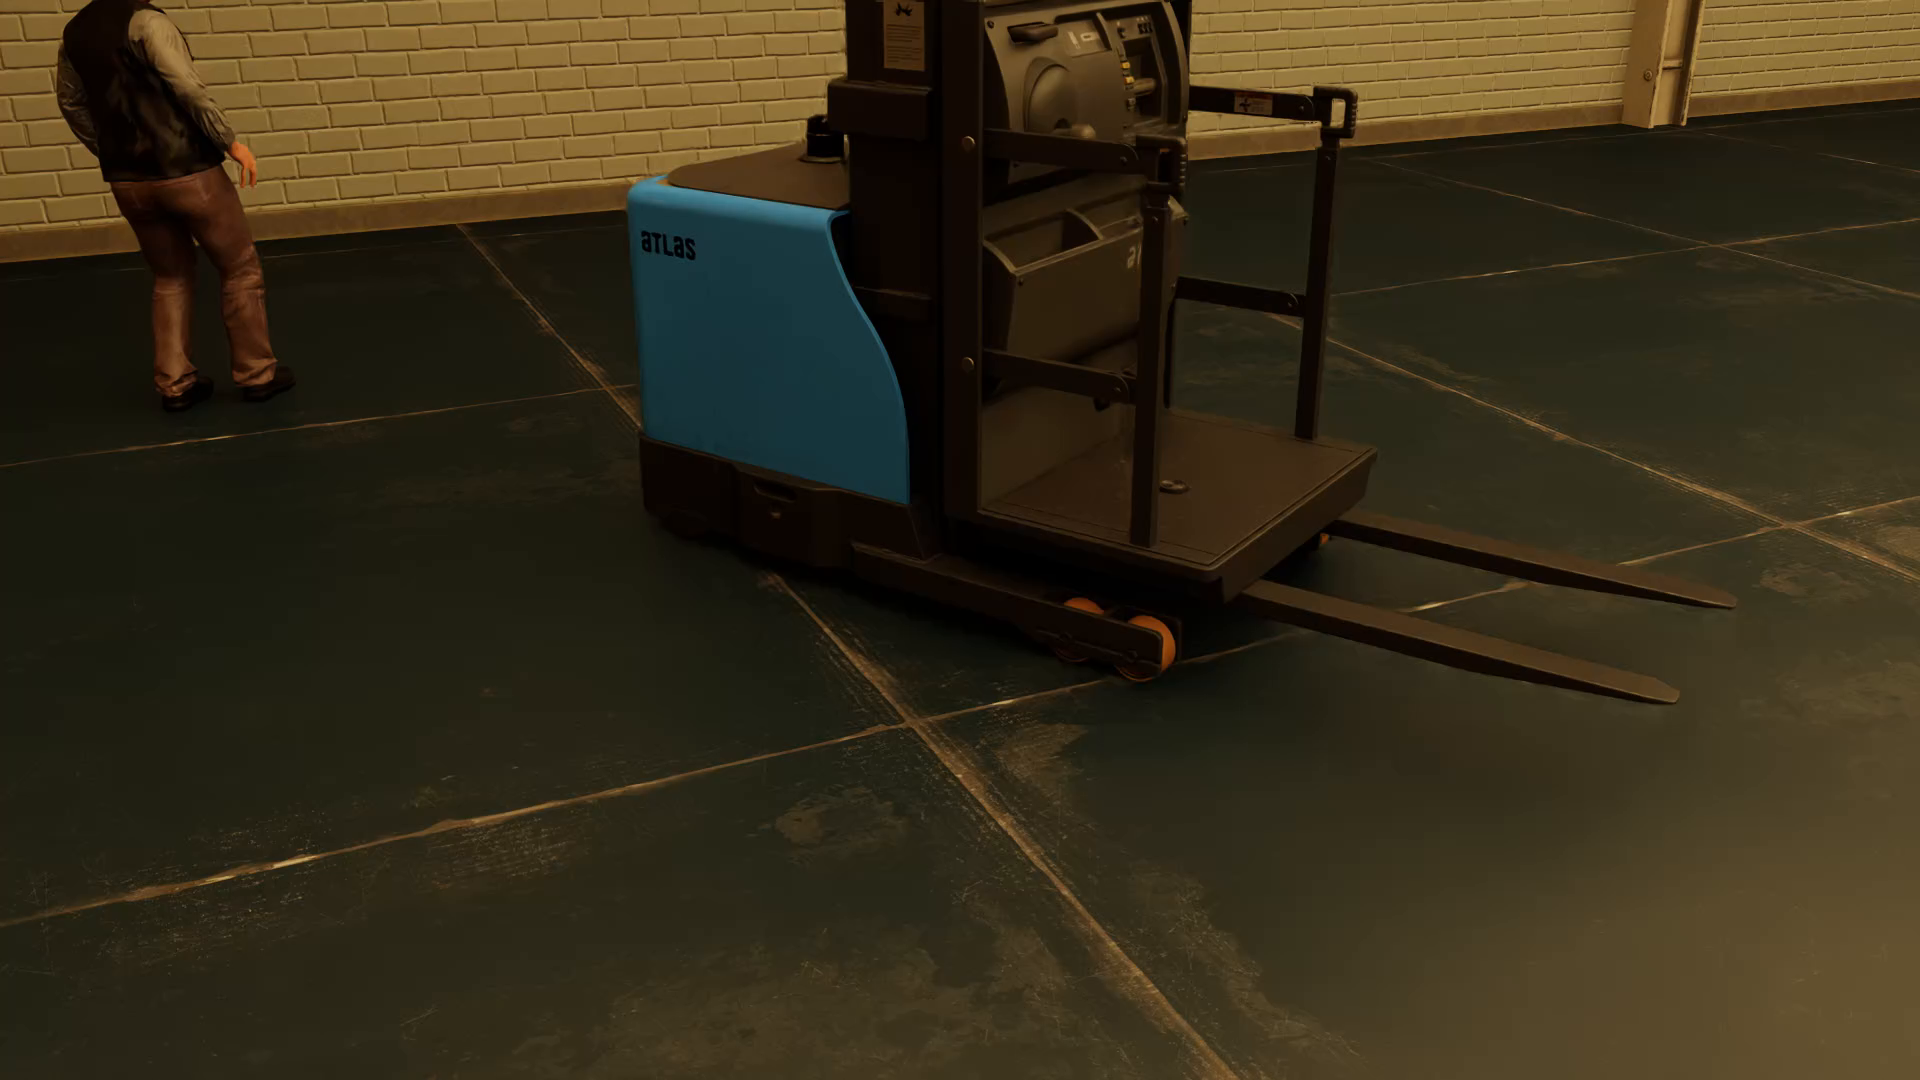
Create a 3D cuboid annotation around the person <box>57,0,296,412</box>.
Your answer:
[{"bbox_3d":[-2.901,-1.346,6.133,0.726,1.703,0.512,6,23,15],"label":"person"}]

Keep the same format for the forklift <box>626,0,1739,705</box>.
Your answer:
[{"bbox_3d":[0.518,-1.224,4.232,3.031,2.935,1.130,15,27,32],"label":"forklift"}]
